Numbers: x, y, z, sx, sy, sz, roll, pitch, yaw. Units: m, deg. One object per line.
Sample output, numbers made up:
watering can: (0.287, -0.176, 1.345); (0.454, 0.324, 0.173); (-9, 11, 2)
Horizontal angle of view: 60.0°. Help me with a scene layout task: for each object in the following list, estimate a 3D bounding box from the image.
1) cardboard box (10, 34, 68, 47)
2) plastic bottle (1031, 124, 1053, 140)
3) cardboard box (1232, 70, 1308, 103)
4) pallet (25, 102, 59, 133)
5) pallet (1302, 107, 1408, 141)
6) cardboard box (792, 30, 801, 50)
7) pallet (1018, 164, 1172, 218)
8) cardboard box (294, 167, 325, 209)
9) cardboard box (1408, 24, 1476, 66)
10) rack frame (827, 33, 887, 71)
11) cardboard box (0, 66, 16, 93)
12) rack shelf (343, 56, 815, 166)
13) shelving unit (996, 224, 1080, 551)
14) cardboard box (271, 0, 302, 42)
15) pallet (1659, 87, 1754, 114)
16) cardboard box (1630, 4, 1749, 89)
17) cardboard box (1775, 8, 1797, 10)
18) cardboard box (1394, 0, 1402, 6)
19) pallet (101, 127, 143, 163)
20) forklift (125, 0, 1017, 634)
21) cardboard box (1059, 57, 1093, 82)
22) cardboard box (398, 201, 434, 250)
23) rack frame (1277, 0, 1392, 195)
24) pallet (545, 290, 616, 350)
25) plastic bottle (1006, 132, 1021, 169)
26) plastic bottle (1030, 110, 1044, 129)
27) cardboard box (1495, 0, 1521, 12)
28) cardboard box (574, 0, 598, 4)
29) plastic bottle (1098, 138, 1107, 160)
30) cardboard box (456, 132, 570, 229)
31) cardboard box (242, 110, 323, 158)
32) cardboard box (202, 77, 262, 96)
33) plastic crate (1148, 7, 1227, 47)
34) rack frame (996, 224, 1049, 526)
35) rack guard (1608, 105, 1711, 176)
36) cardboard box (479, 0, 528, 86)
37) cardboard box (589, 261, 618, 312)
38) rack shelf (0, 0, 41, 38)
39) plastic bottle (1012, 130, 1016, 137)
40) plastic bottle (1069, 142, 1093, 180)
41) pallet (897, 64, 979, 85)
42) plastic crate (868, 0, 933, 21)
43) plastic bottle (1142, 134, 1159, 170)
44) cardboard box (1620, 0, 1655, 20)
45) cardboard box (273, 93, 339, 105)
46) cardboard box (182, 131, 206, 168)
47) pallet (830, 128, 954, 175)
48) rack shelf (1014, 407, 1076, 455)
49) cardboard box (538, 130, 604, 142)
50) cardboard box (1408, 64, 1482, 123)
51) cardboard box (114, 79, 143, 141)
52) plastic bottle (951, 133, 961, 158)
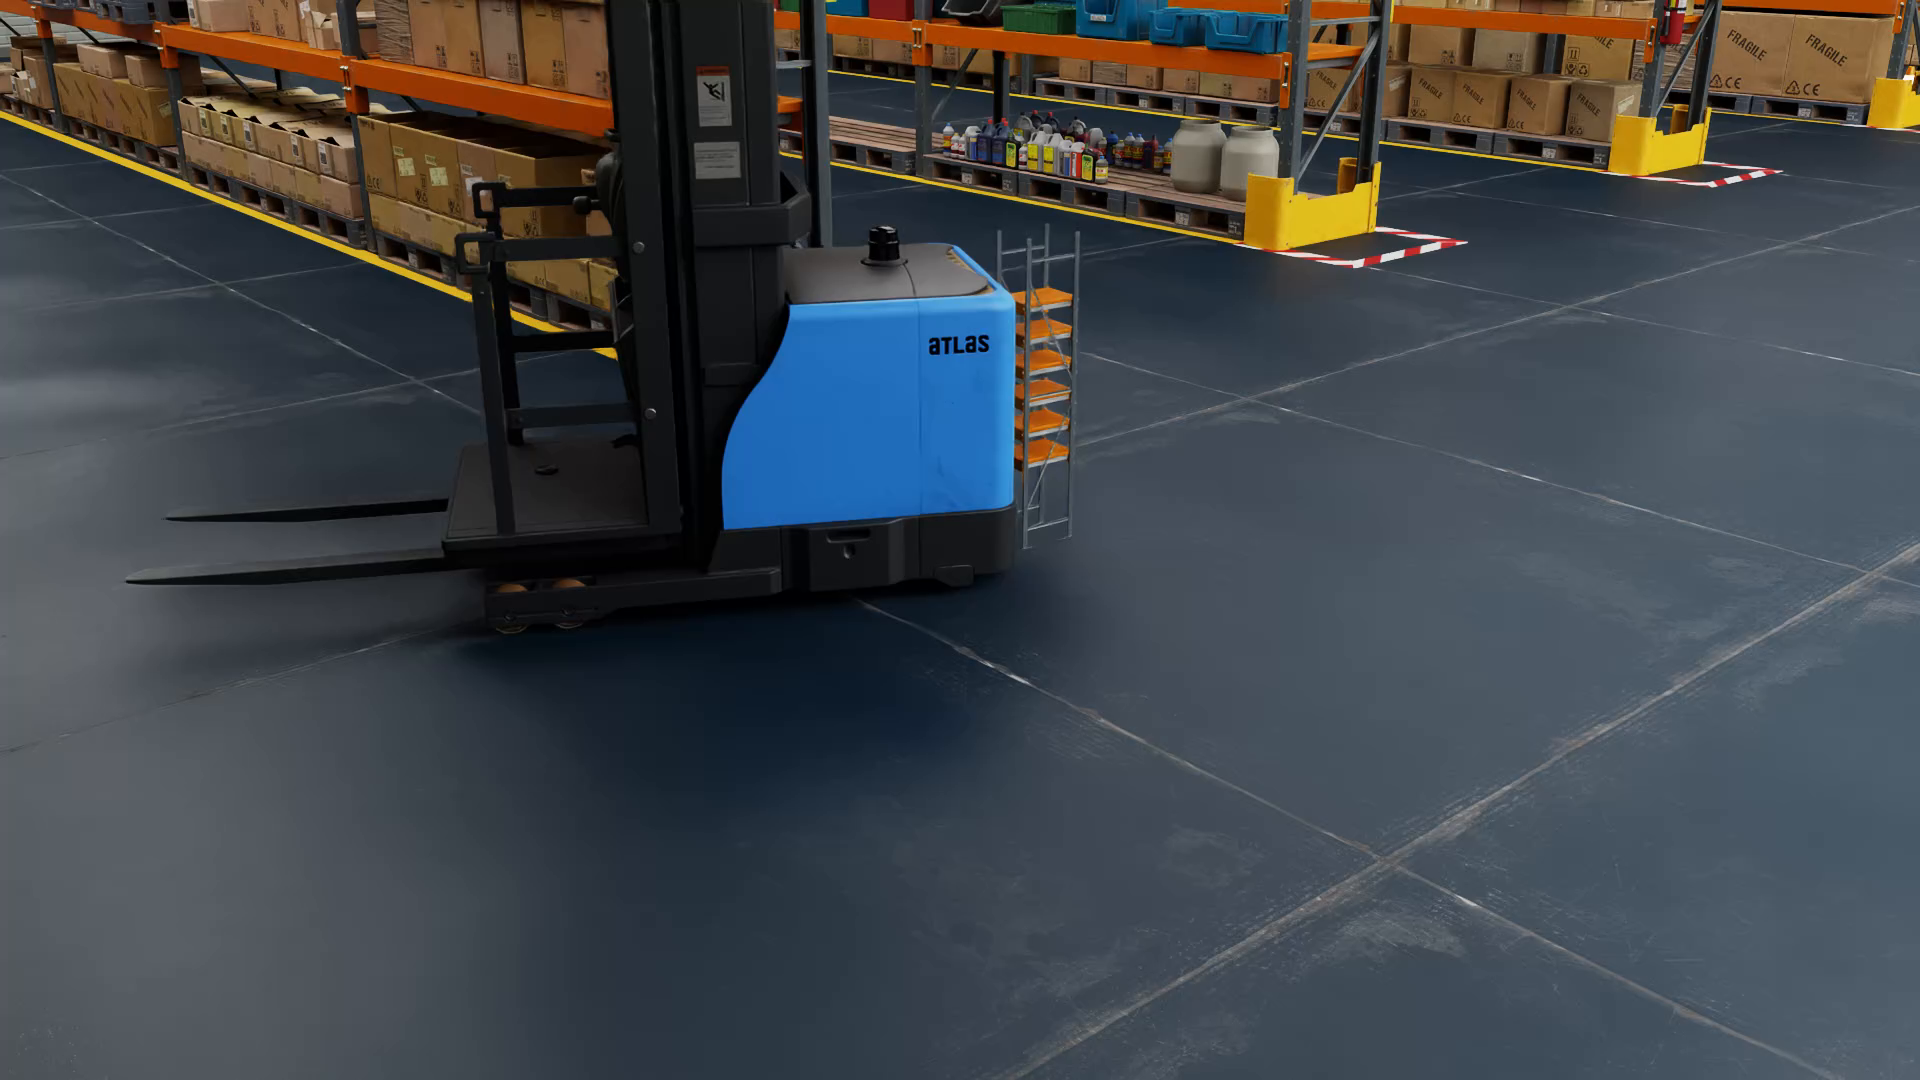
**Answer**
cardboard box: (-11.019, -5.784, 19.962); (0.500, 0.500, 0.500); (-17, 27, -37)
plastic bottle: (0.696, -3.429, 14.258); (0.152, 0.276, 0.135); (-17, 27, -37)
cardboard box: (3.396, -5.092, 18.196); (0.500, 0.500, 0.700); (20, 29, 41)
pallet: (-9.397, -4.621, 17.992); (1.003, 0.211, 1.213); (-17, 27, -37)
pallet: (4.245, -4.401, 17.430); (1.003, 0.211, 1.213); (-17, 27, -37)
cardboard box: (-1.812, -7.494, 23.842); (0.875, 0.875, 0.875); (-17, 27, -37)
pallet: (1.235, -2.866, 13.512); (1.003, 0.211, 1.213); (-17, 27, -37)
cardboard box: (-4.546, -2.620, 12.255); (0.500, 0.250, 0.500); (-18, 28, -38)
cardboard box: (6.504, -6.595, 21.717); (1.050, 0.750, 0.750); (-17, 27, -37)
rack frame: (-1.442, -8.086, 23.017); (1.000, 3.000, 0.127); (-17, 27, -37)
cardboard box: (-10.767, -5.265, 18.980); (0.500, 0.250, 0.500); (-17, 27, -37)
rack shelf: (-2.422, -2.631, 10.076); (1.077, 0.370, 4.000); (-17, 27, -37)
shelving unit: (0.285, -0.571, 6.296); (0.258, 1.200, 0.189); (-14, 25, -32)
cardboard box: (-4.887, -4.066, 12.614); (0.500, 0.500, 0.500); (-17, 27, -37)
pallet: (8.841, -5.165, 19.381); (1.003, 0.211, 1.213); (-17, 27, -37)
cardboard box: (8.552, -5.797, 19.508); (0.875, 0.875, 0.875); (-17, 27, -37)
cardboard box: (11.468, -7.272, 23.105); (0.500, 0.500, 0.500); (-16, 26, -35)
cardboard box: (4.333, -5.348, 16.370); (0.380, 0.149, 0.250); (-17, 27, -37)
pallet: (-7.589, -3.878, 16.095); (1.003, 0.211, 1.213); (-17, 27, -37)
forklift: (-1.365, -1.256, 5.672); (3.031, 2.935, 1.130); (-5, 22, -11)
cardboard box: (1.622, -5.842, 20.111); (0.700, 0.500, 0.500); (-19, 28, -40)
cardboard box: (-3.332, -2.095, 10.913); (0.500, 0.250, 0.500); (-17, 27, -37)
rack frame: (2.639, -3.592, 11.542); (1.000, 3.000, 0.127); (-17, 27, -37)
pallet: (-1.647, -1.317, 9.556); (1.003, 0.211, 1.213); (-17, 27, -37)
plastic bottle: (0.440, -3.208, 13.682); (0.061, 0.283, 0.133); (-16, 26, -35)
plastic bottle: (0.667, -3.559, 14.487); (0.144, 0.351, 0.185); (-18, 28, -39)
cardboard box: (5.220, -5.025, 15.545); (0.380, 0.149, 0.250); (-17, 27, -37)
cardboard box: (-1.849, -2.965, 8.915); (0.380, 0.149, 0.250); (-18, 28, -38)
plastic bottle: (1.204, -3.275, 13.968); (0.097, 0.201, 0.097); (0, 21, 0)
cardboard box: (-2.681, -2.167, 10.069); (0.500, 0.500, 0.500); (-17, 27, -37)
cardboard box: (-5.202, -3.159, 12.863); (0.500, 0.311, 0.500); (-18, 28, -38)
cardboard box: (-6.765, -4.002, 15.413); (0.500, 0.500, 0.500); (-19, 28, -39)
plastic crate: (1.666, -3.771, 12.202); (0.499, 0.251, 0.408); (-17, 27, -37)
rack frame: (0.233, -0.598, 6.366); (0.240, 1.200, 0.006); (-14, 25, -32)
rack guard: (6.342, -3.628, 15.062); (1.175, 0.500, 0.348); (-17, 27, -37)
cardboard box: (-2.424, -3.019, 9.943); (0.700, 0.500, 0.500); (-16, 27, -36)
cardboard box: (-1.690, -1.407, 9.158); (0.500, 0.250, 0.500); (-17, 27, -37)
rack shelf: (-10.255, -5.947, 18.541); (1.077, 0.370, 4.000); (-17, 27, -37)
plastic bottle: (0.427, -3.298, 13.930); (0.097, 0.271, 0.097); (0, 21, 0)
plastic bottle: (0.964, -3.008, 13.182); (0.152, 0.276, 0.135); (-17, 27, -37)
pallet: (-0.081, -6.256, 22.166); (1.003, 0.211, 1.213); (-17, 27, -37)
plastic crate: (-0.520, -4.788, 14.507); (0.402, 0.464, 0.583); (-17, 27, -37)
plastic bottle: (1.558, -3.174, 13.596); (0.061, 0.283, 0.133); (-17, 27, -37)
cardboard box: (6.049, -4.684, 14.674); (0.380, 0.149, 0.250); (-17, 27, -37)
cardboard box: (-5.465, -3.572, 13.917); (0.500, 0.311, 0.500); (-18, 28, -38)
cardboard box: (-6.219, -3.325, 14.054); (0.500, 0.250, 0.500); (-18, 27, -38)
pallet: (-0.514, -3.606, 15.402); (1.003, 0.211, 1.213); (-17, 27, -37)
rack shelf: (0.285, -0.418, 6.356); (0.258, 0.103, 0.180); (-14, 25, -32)
cardboard box: (-2.275, -2.294, 10.395); (0.500, 0.500, 0.500); (-17, 27, -37)
cardboard box: (4.855, -4.479, 16.657); (0.500, 0.500, 0.500); (19, 29, 40)
cardboard box: (-7.464, -4.011, 15.435); (0.500, 0.500, 0.500); (-19, 28, -39)
plastic bottle: (-0.030, -3.379, 14.231); (0.097, 0.201, 0.097); (0, 21, 0)
